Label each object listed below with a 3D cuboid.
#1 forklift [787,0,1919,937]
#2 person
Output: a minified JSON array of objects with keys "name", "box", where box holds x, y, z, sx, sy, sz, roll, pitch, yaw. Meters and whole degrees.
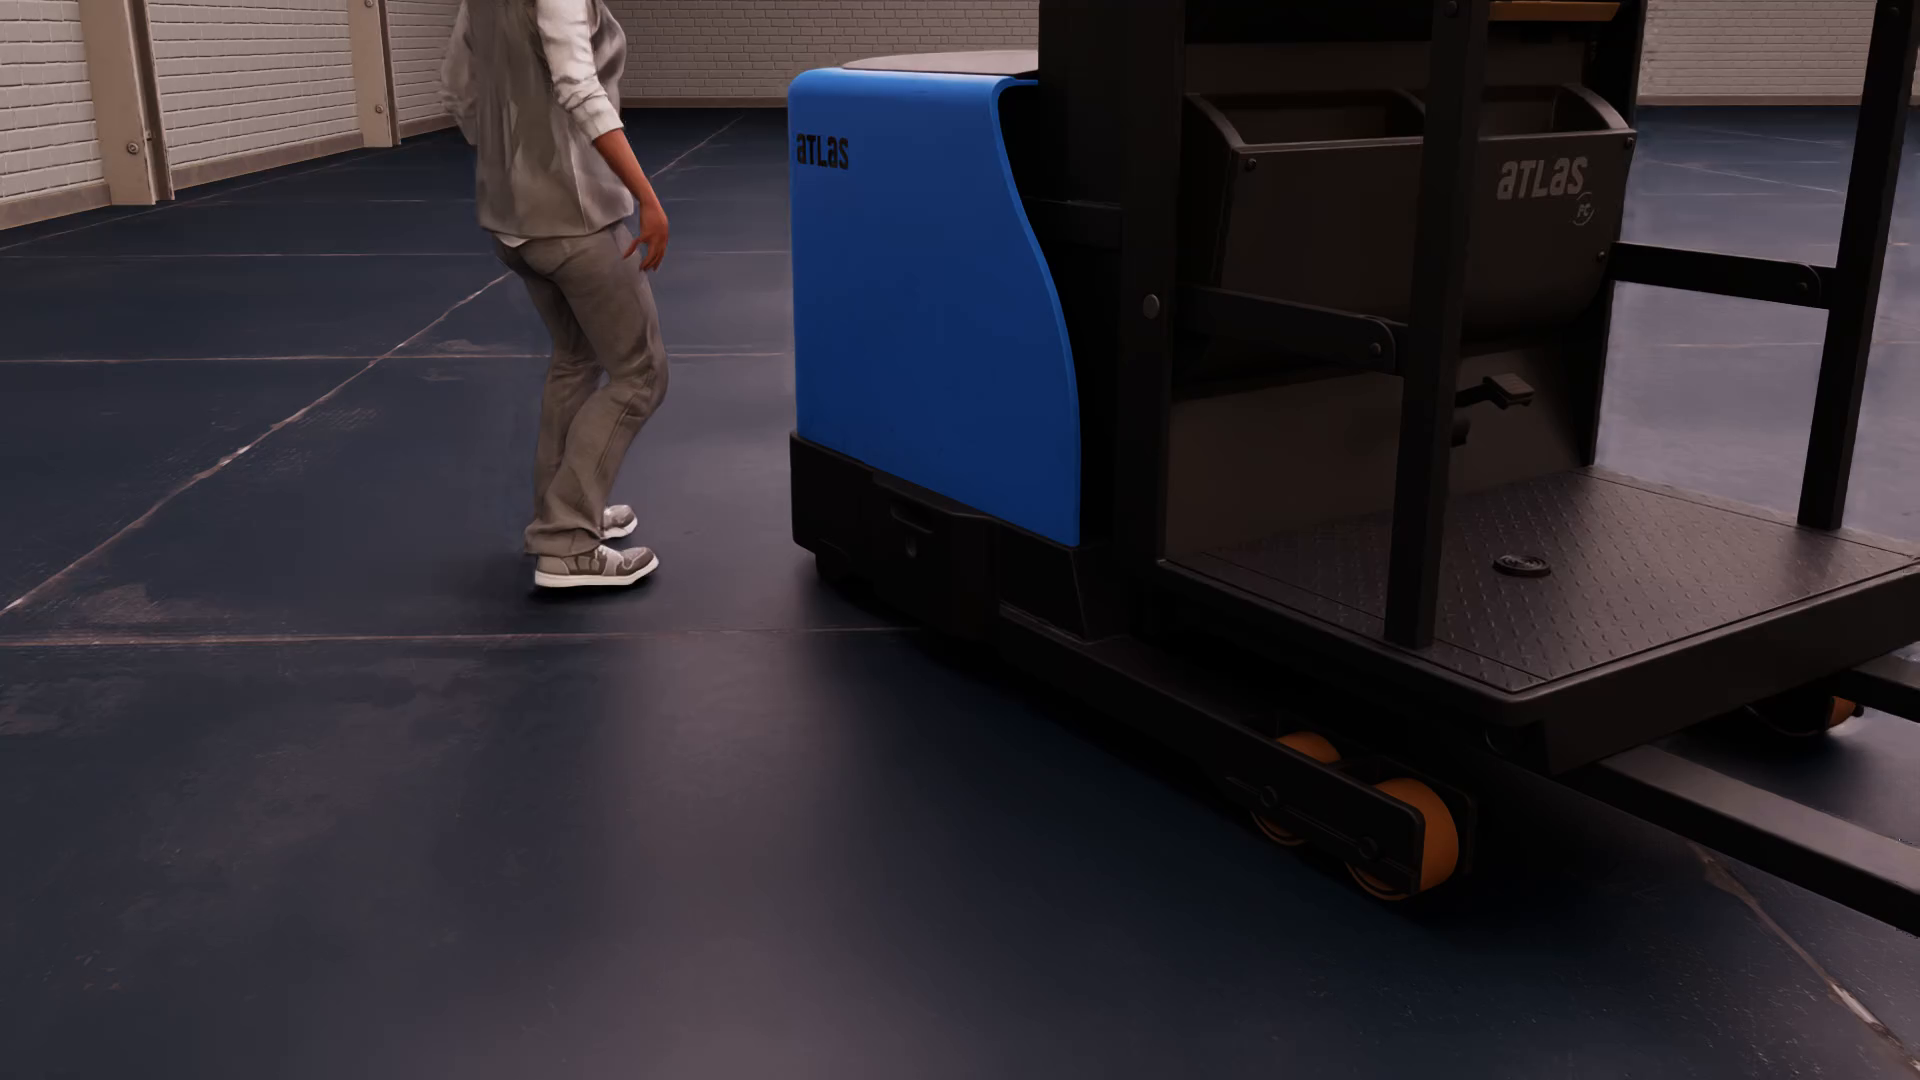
[{"name":"forklift","box":[0.865,-1.063,2.383,1.130,2.935,3.031,-11,20,-32]},{"name":"person","box":[-0.793,-0.678,3.476,0.412,1.553,0.694,-13,21,-37]}]
